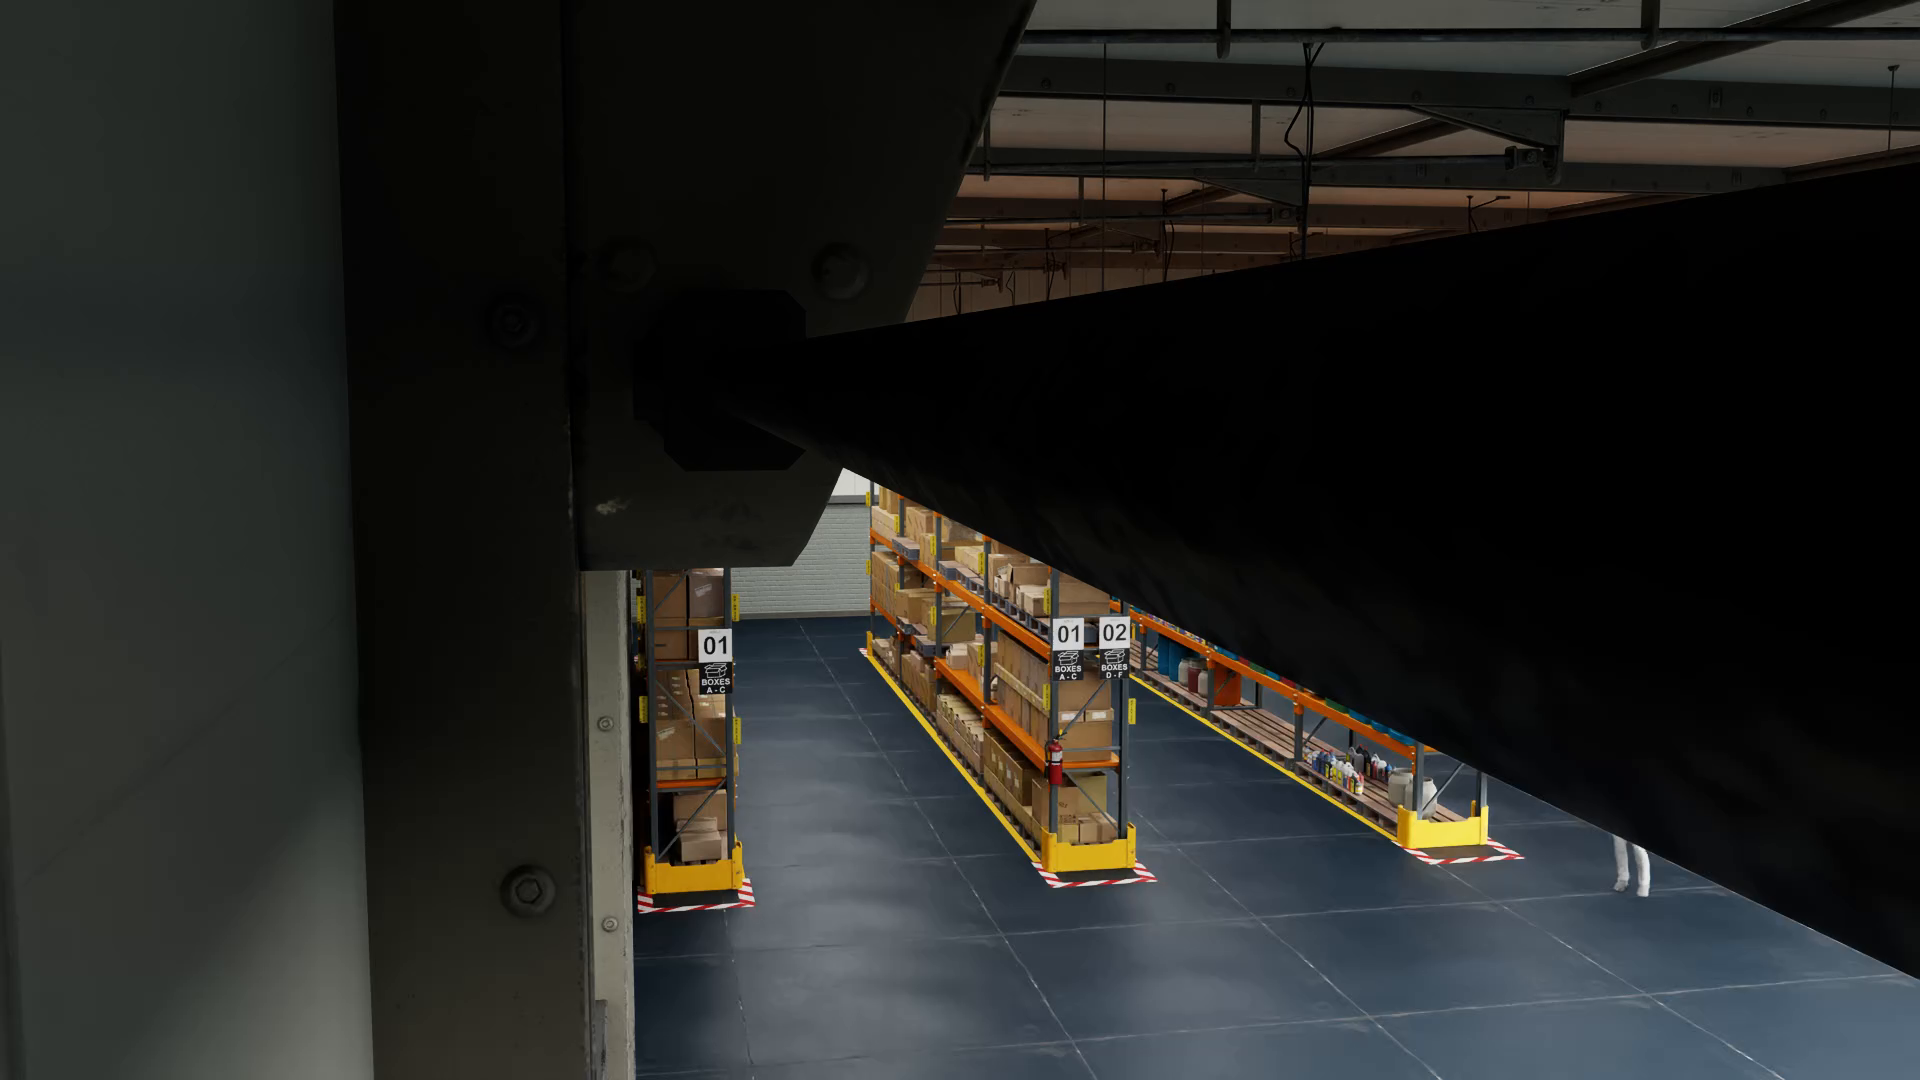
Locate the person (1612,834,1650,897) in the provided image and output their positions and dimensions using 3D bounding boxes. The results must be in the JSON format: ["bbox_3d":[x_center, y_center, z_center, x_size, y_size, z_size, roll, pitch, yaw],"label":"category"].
[{"bbox_3d":[8.082,3.420,20.110,0.569,1.699,0.402,4,7,37],"label":"person"}]
